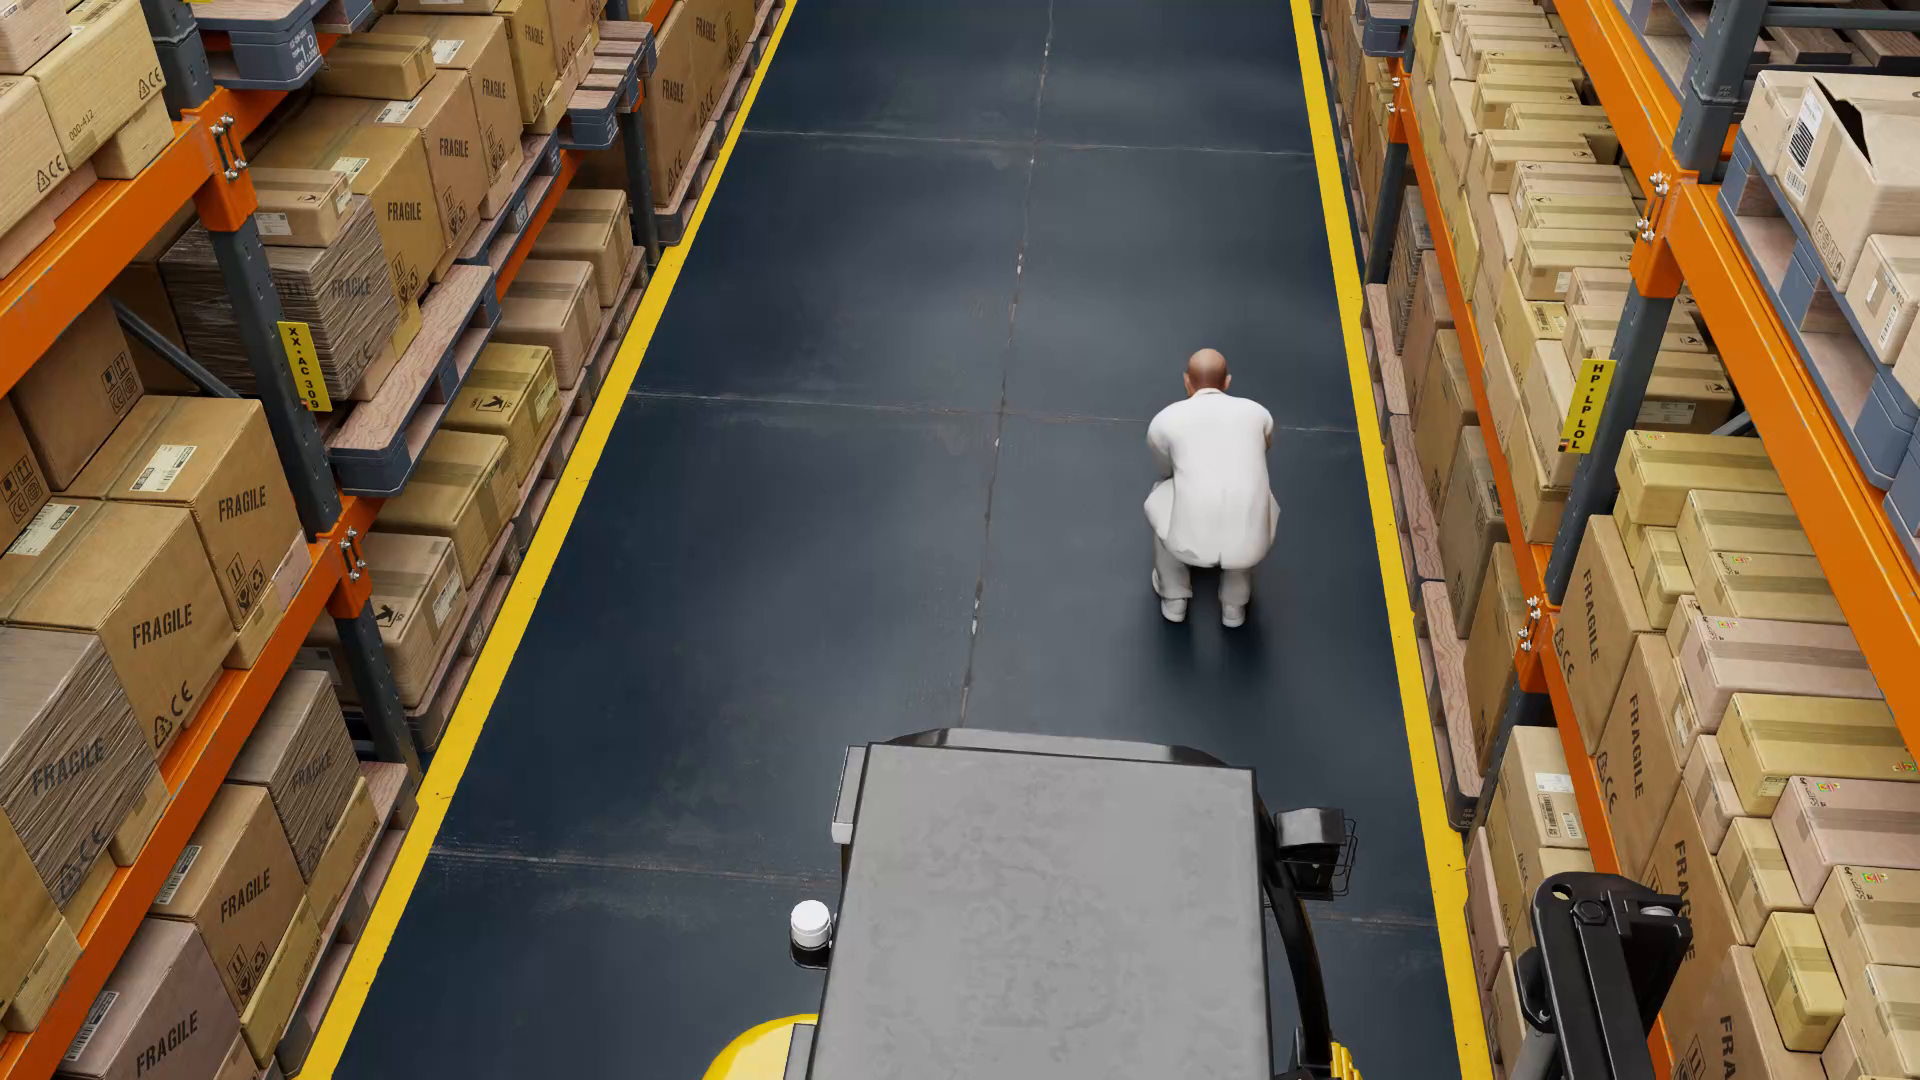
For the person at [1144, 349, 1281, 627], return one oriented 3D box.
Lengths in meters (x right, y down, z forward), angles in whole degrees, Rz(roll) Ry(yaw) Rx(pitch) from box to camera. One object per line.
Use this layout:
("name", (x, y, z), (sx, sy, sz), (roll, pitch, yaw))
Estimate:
("person", (1.075, -0.228, 7.057), (0.571, 1.004, 0.926), (3, 40, 3))
